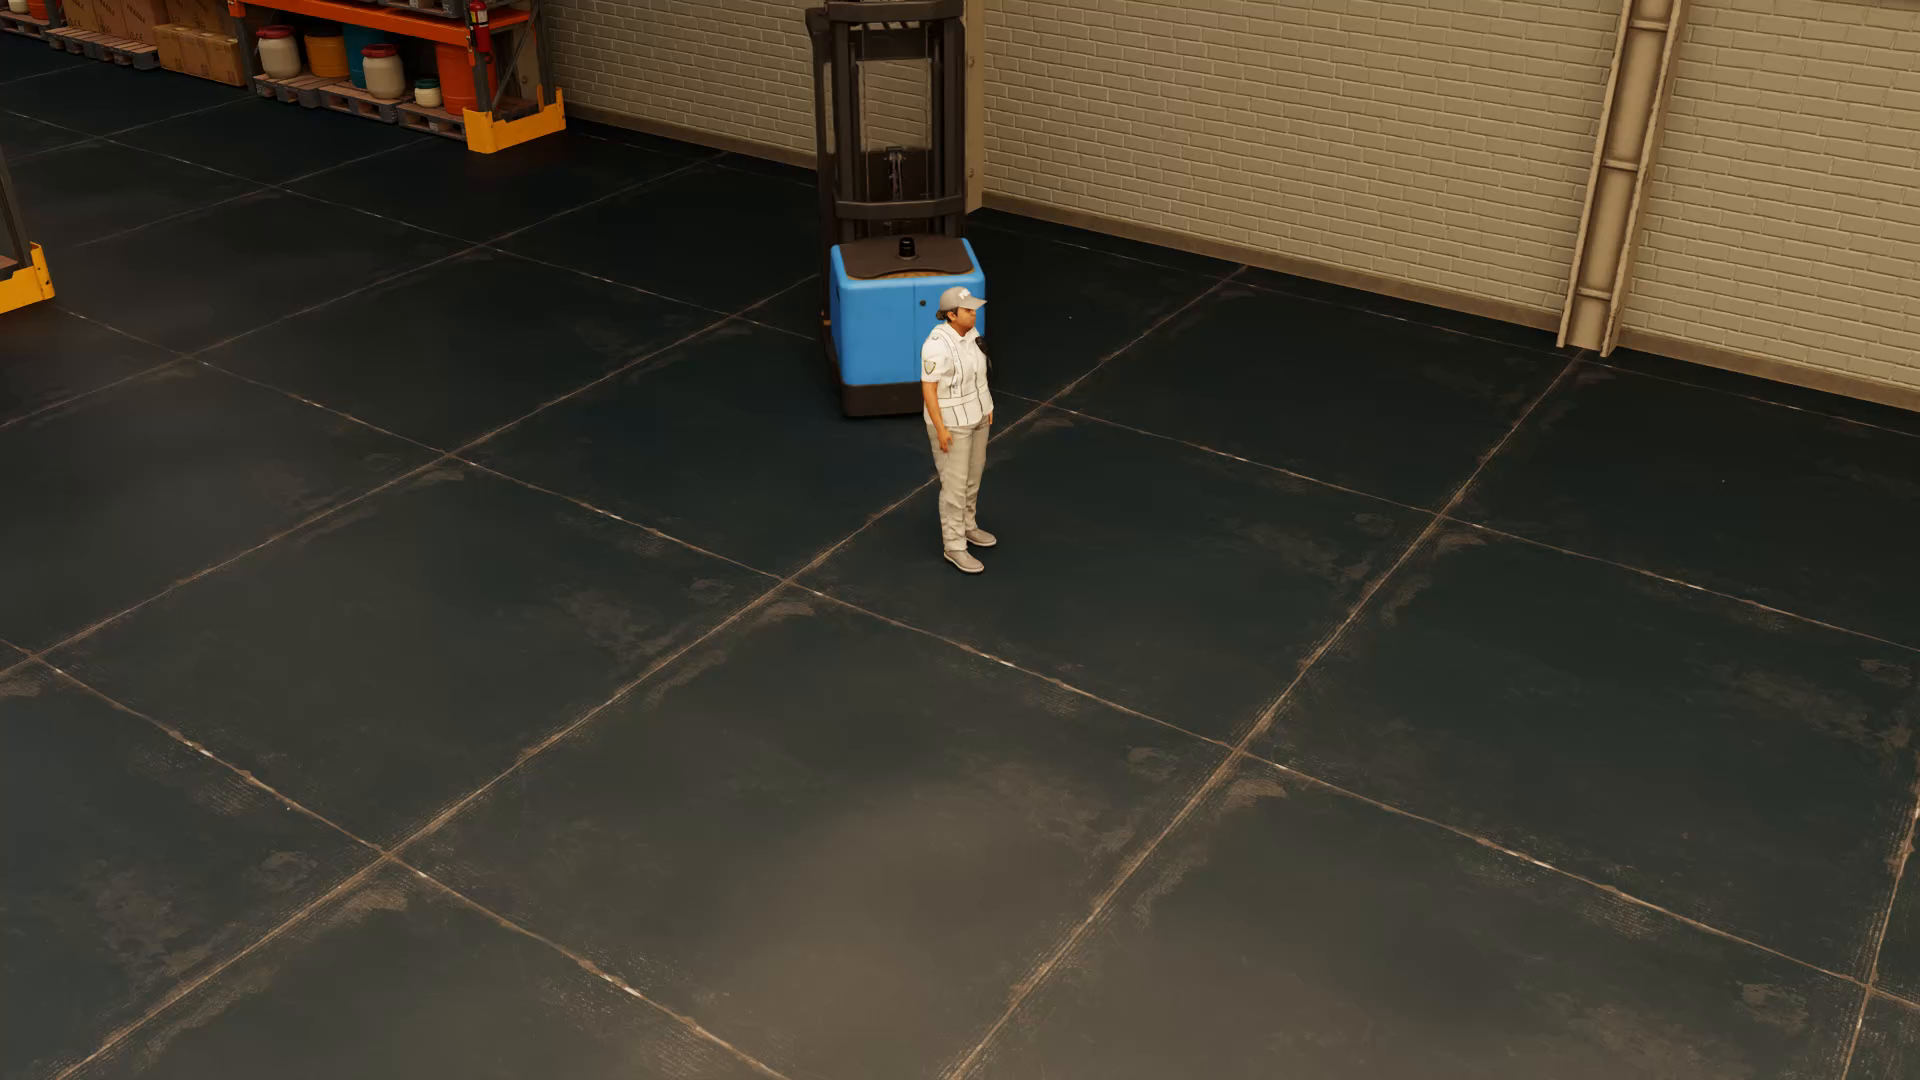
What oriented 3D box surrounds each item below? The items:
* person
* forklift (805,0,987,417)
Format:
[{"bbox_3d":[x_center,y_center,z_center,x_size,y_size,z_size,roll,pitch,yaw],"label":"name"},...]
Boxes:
[{"bbox_3d":[0.051,-0.696,10.025,0.529,1.670,0.599,19,35,29],"label":"person"},{"bbox_3d":[-0.545,-2.870,12.524,1.130,2.935,3.031,-4,30,-8],"label":"forklift"}]
